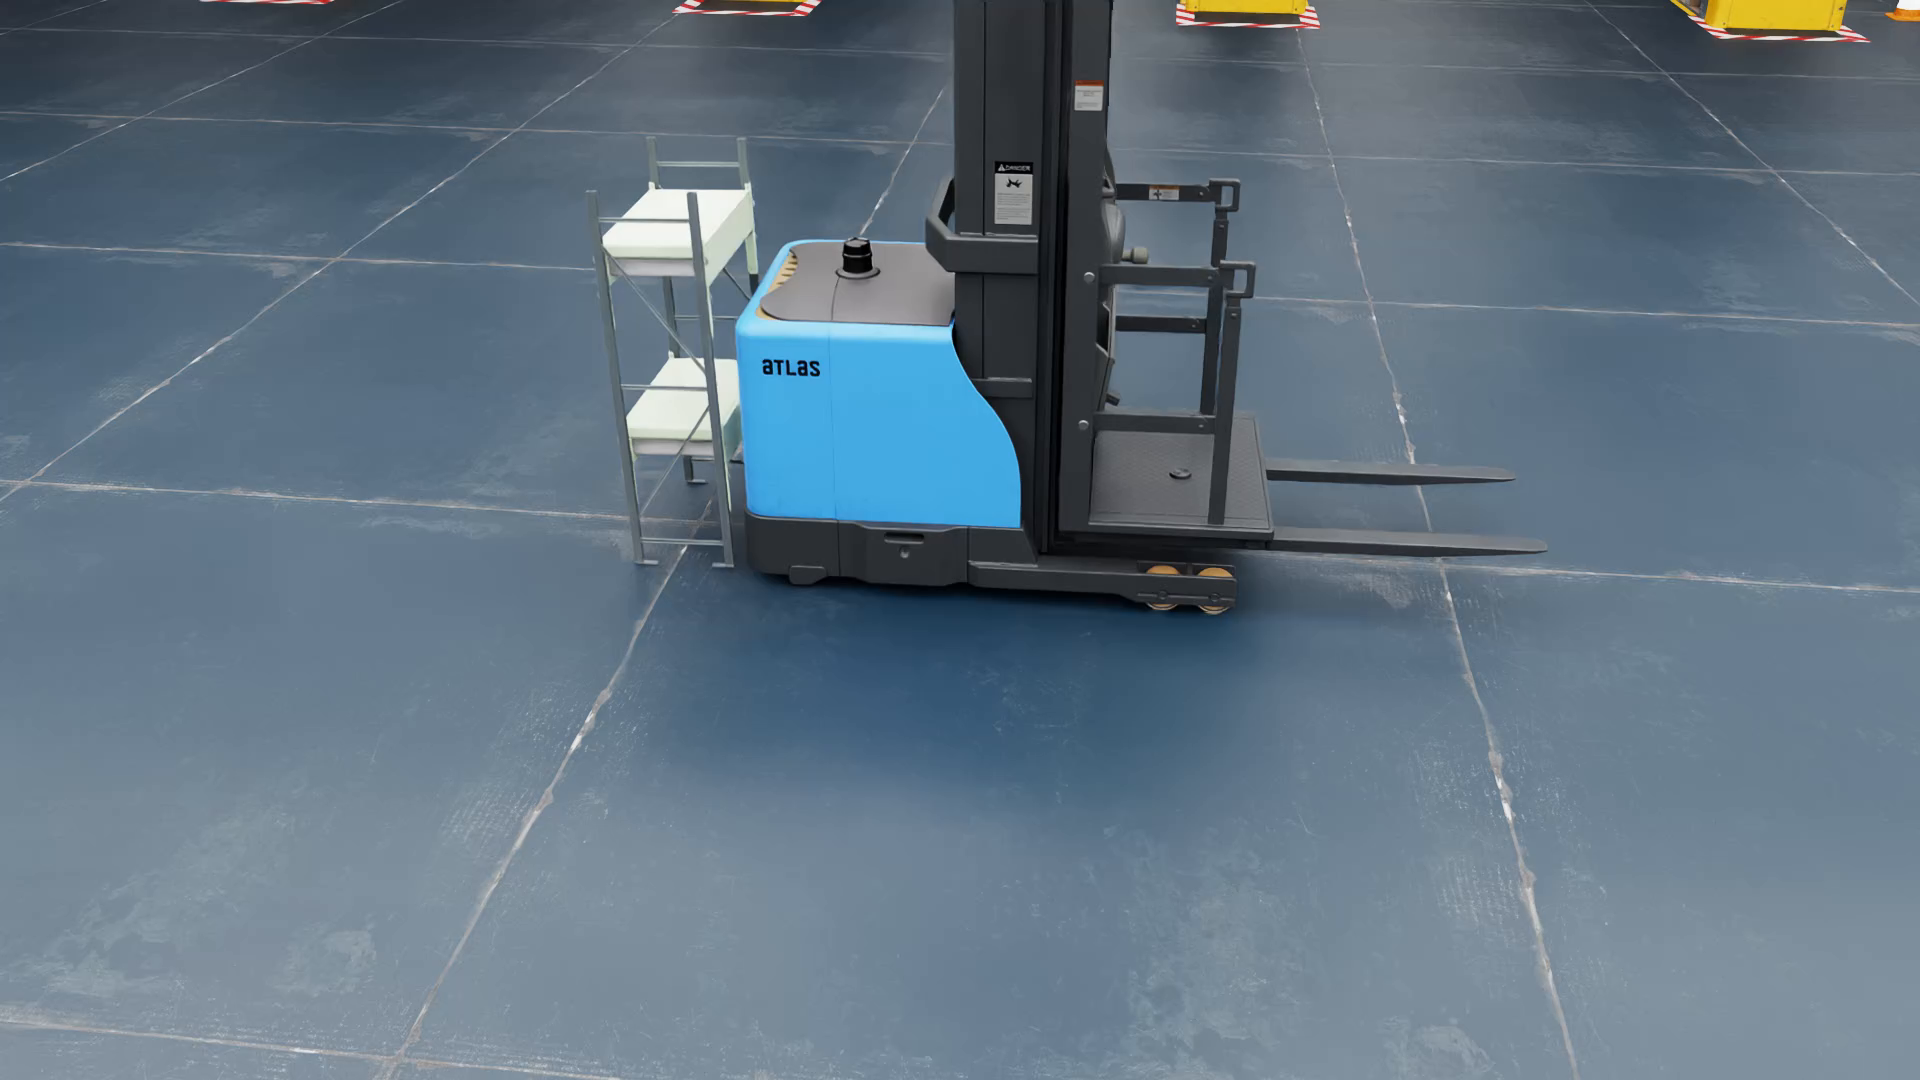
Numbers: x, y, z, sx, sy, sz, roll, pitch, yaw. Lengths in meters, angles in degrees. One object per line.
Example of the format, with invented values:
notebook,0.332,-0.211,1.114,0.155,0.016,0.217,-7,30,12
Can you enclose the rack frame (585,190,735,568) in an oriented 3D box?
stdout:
rack frame,-1.103,-0.564,6.202,0.400,1.500,0.023,2,28,7

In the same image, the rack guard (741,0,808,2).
rack guard,-2.126,-5.796,16.981,1.175,0.500,0.348,3,28,6

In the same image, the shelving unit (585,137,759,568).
shelving unit,-1.057,-0.736,6.521,0.431,1.500,0.755,2,28,7

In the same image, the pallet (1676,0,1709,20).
pallet,7.757,-5.387,16.527,1.003,0.211,1.213,3,28,6

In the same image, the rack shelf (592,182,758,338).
rack shelf,-1.067,-1.080,6.338,0.431,0.370,0.720,2,28,7

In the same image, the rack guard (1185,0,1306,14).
rack guard,2.836,-5.505,16.442,1.175,0.500,0.348,3,28,6

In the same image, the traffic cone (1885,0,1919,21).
traffic cone,9.211,-5.285,16.071,0.336,0.463,0.334,3,28,6

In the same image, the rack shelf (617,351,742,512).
rack shelf,-1.048,-0.448,6.675,0.431,0.370,0.720,2,28,7

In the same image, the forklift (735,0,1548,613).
forklift,0.723,-1.282,6.039,3.031,2.935,1.130,3,28,5

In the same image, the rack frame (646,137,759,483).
rack frame,-1.011,-0.908,6.841,0.400,1.500,0.023,2,28,7

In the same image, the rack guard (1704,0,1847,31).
rack guard,7.734,-5.122,15.731,1.175,0.500,0.348,3,28,6
